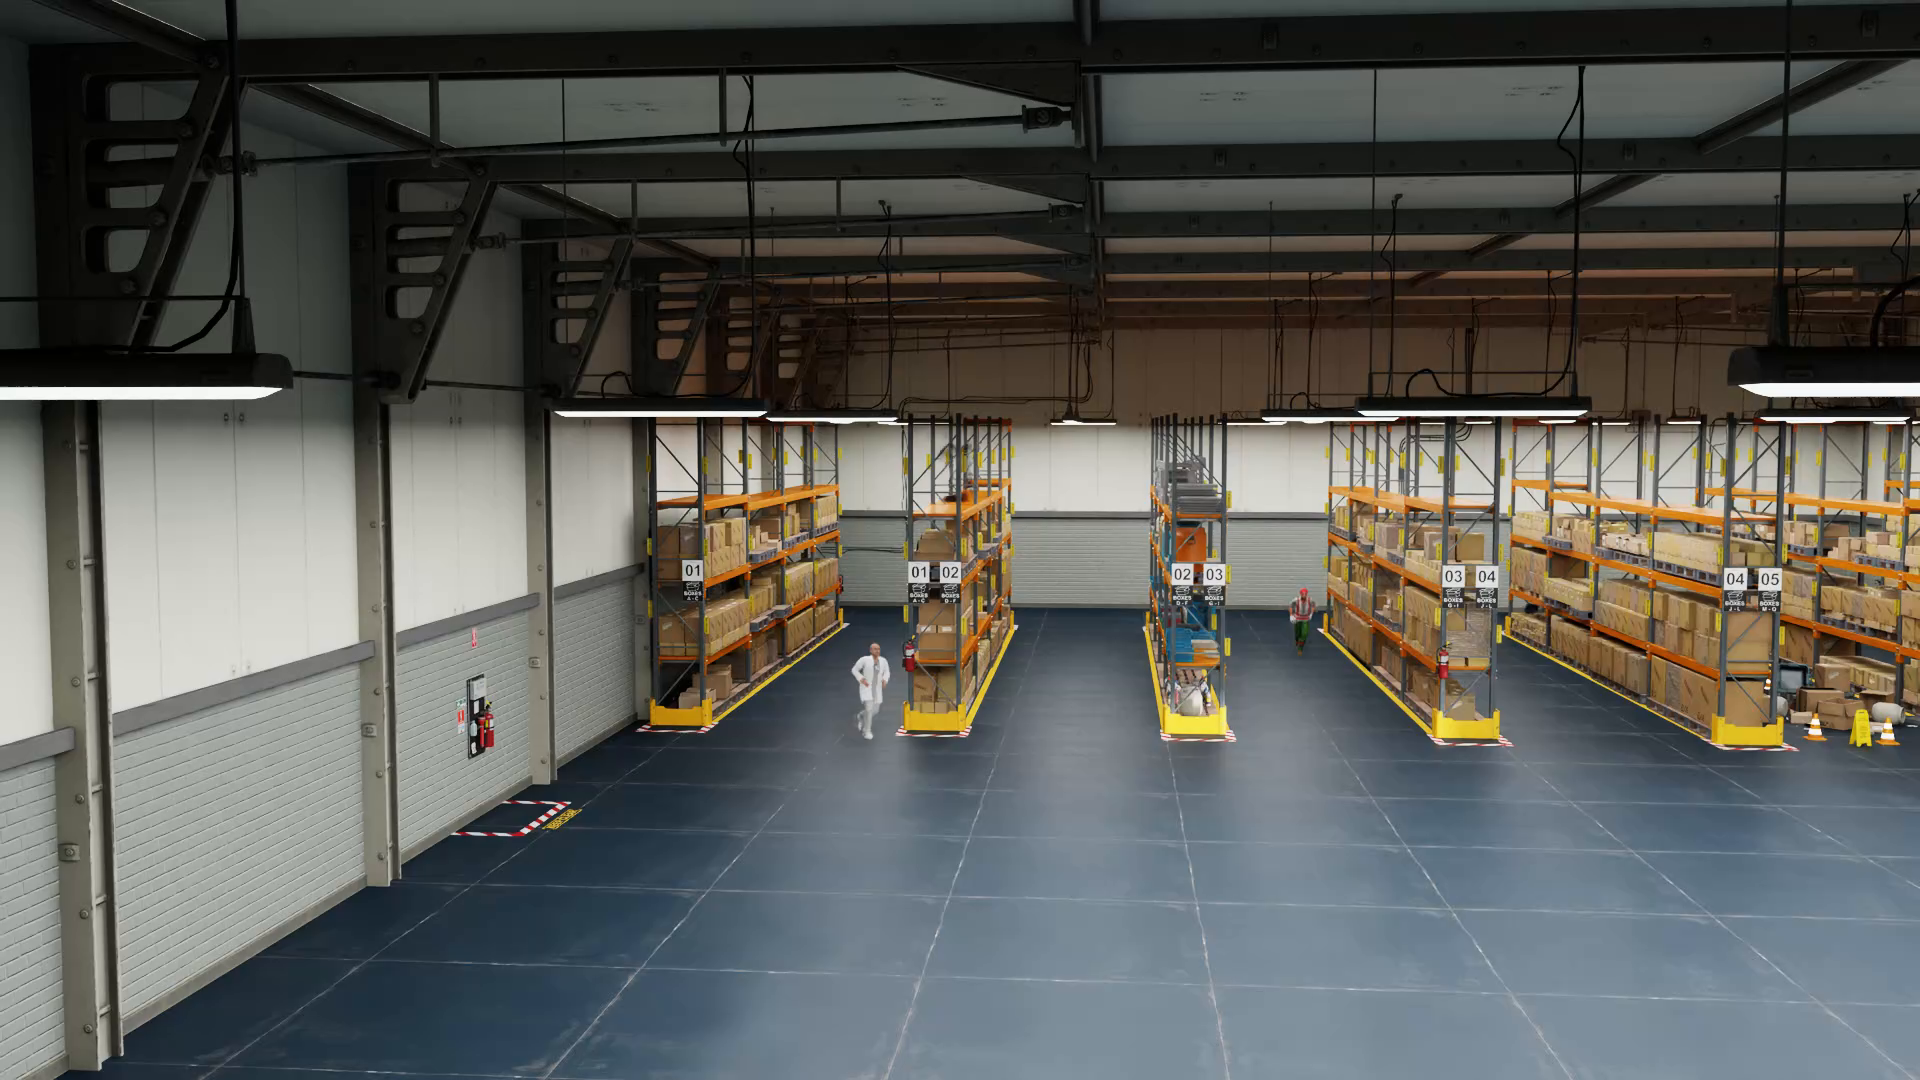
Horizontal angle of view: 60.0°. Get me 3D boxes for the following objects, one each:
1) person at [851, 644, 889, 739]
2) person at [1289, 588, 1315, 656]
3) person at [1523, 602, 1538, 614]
[{"bbox_3d":[-1.660,2.788,31.001,0.753,1.735,0.756,-2,4,-25],"label":"person"},{"bbox_3d":[8.659,2.053,42.154,0.659,1.722,0.913,0,4,-3],"label":"person"},{"bbox_3d":[16.308,1.764,47.340,0.536,1.543,0.602,3,5,42],"label":"person"}]
